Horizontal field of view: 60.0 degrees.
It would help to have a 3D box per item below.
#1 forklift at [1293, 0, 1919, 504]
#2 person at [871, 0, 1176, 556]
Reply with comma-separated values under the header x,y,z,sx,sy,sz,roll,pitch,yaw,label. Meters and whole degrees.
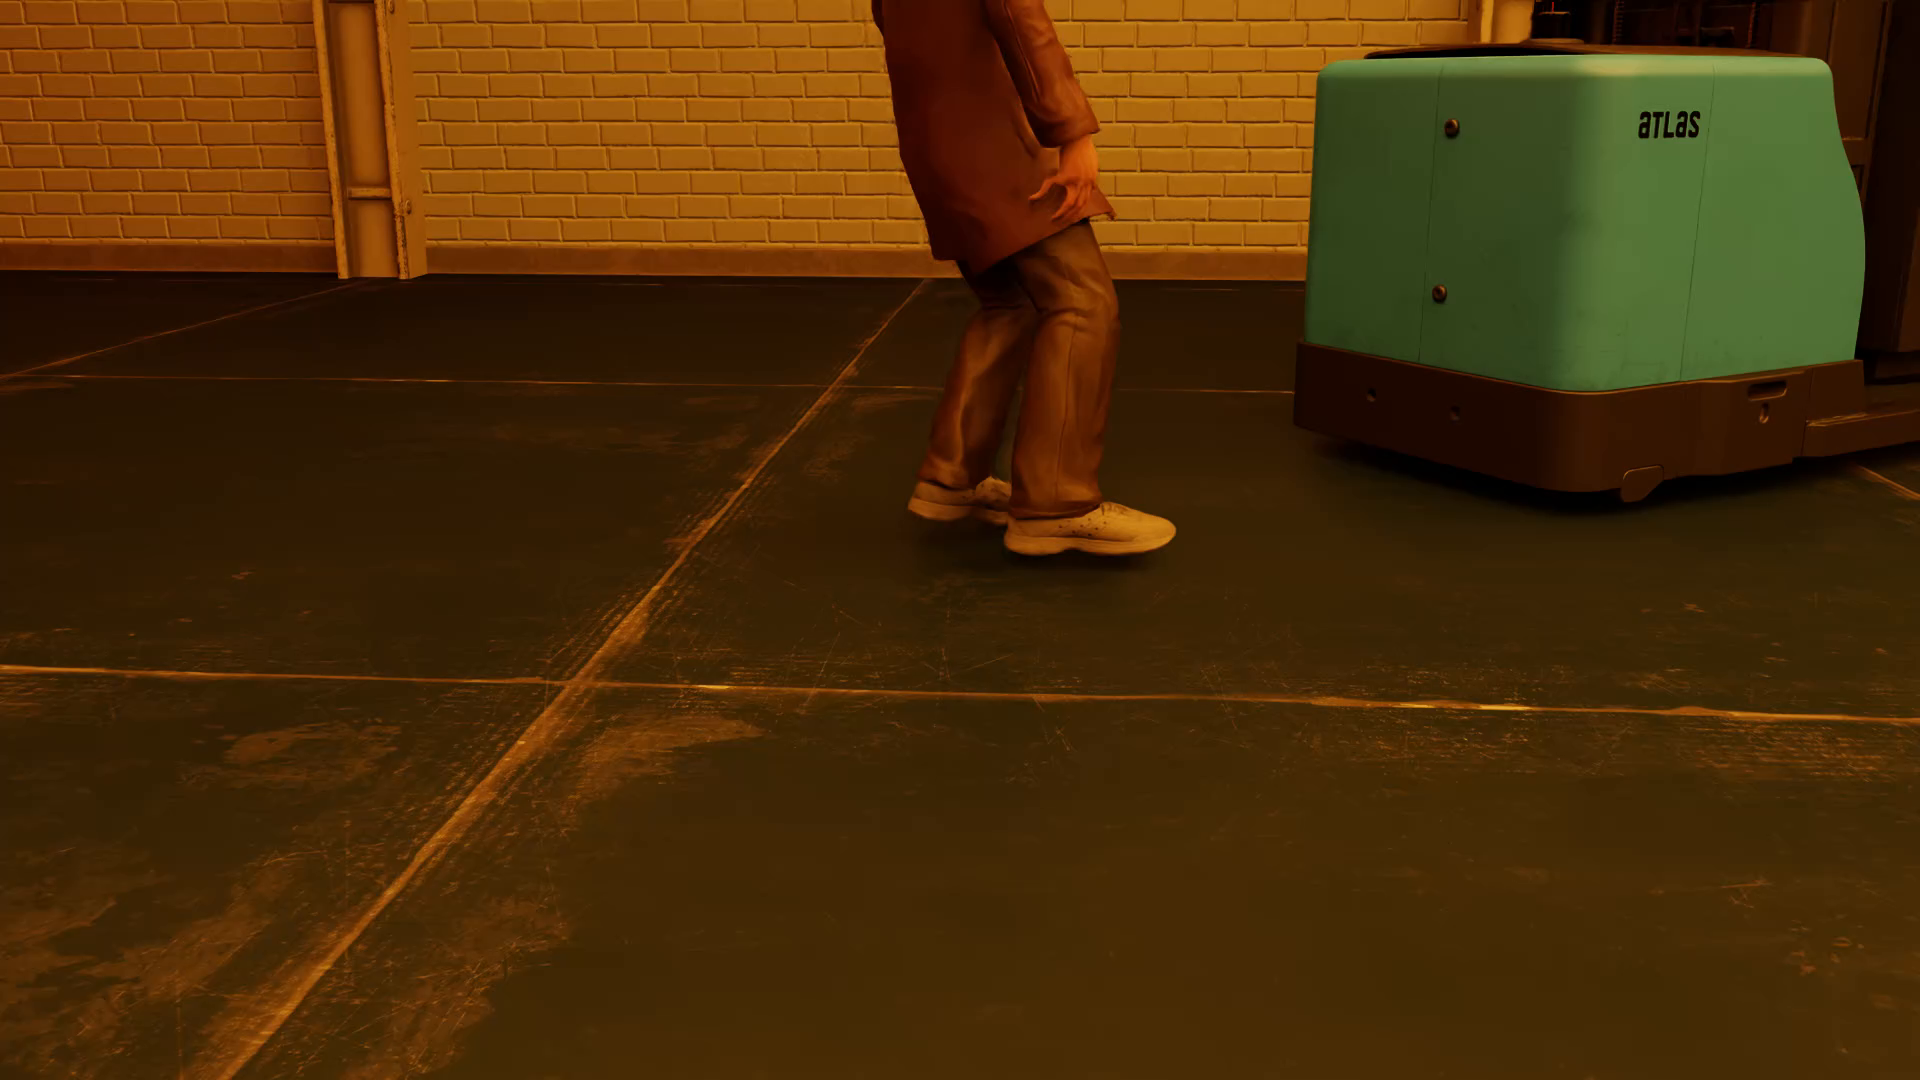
x,y,z,sx,sy,sz,roll,pitch,yaw,label
2.490,-1.763,4.712,3.031,2.935,1.130,-9,17,-29,forklift
0.098,-0.866,3.622,0.487,1.742,0.769,-7,17,-24,person
